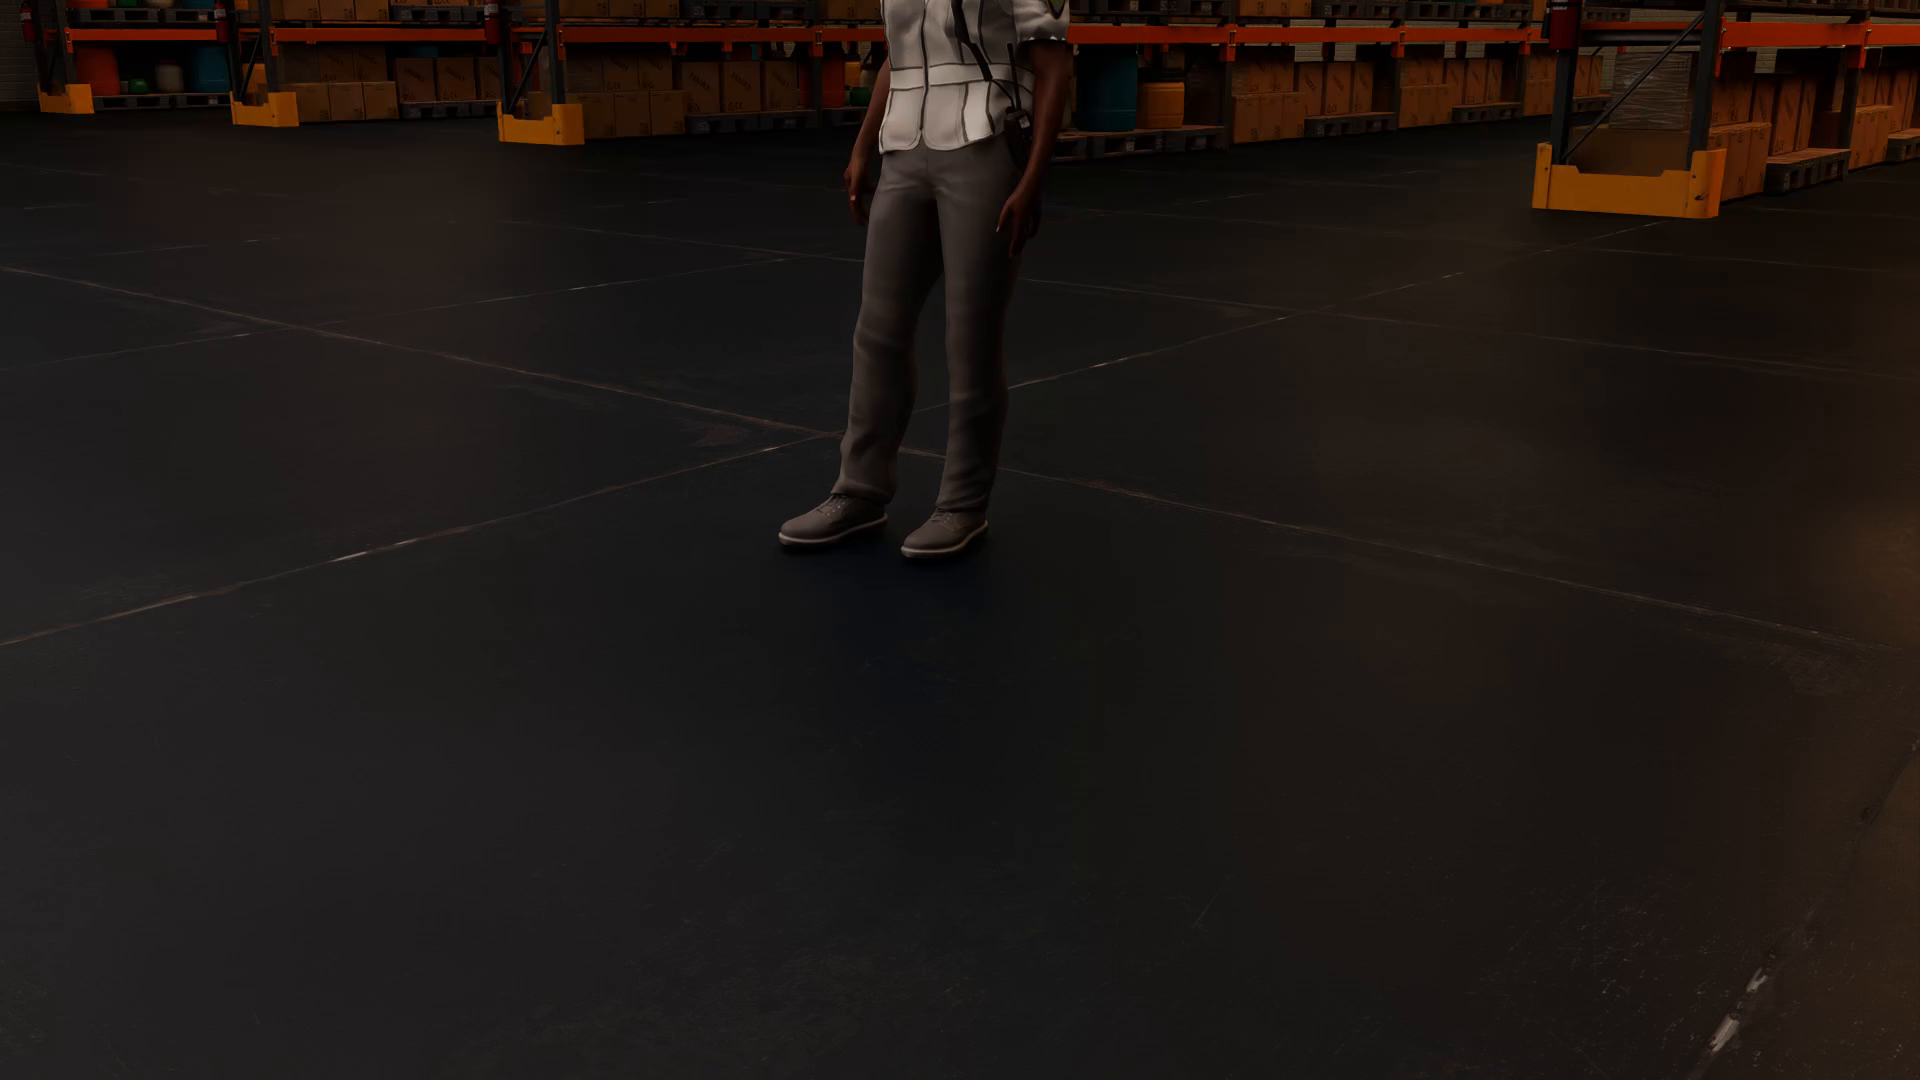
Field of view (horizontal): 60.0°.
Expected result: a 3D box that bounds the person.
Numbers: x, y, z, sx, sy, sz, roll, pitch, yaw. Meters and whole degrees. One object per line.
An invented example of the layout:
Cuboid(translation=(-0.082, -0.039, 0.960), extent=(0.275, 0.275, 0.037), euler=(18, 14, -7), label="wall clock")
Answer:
Cuboid(translation=(-0.063, -0.805, 3.650), extent=(0.569, 1.695, 0.528), euler=(13, 21, 37), label="person")
